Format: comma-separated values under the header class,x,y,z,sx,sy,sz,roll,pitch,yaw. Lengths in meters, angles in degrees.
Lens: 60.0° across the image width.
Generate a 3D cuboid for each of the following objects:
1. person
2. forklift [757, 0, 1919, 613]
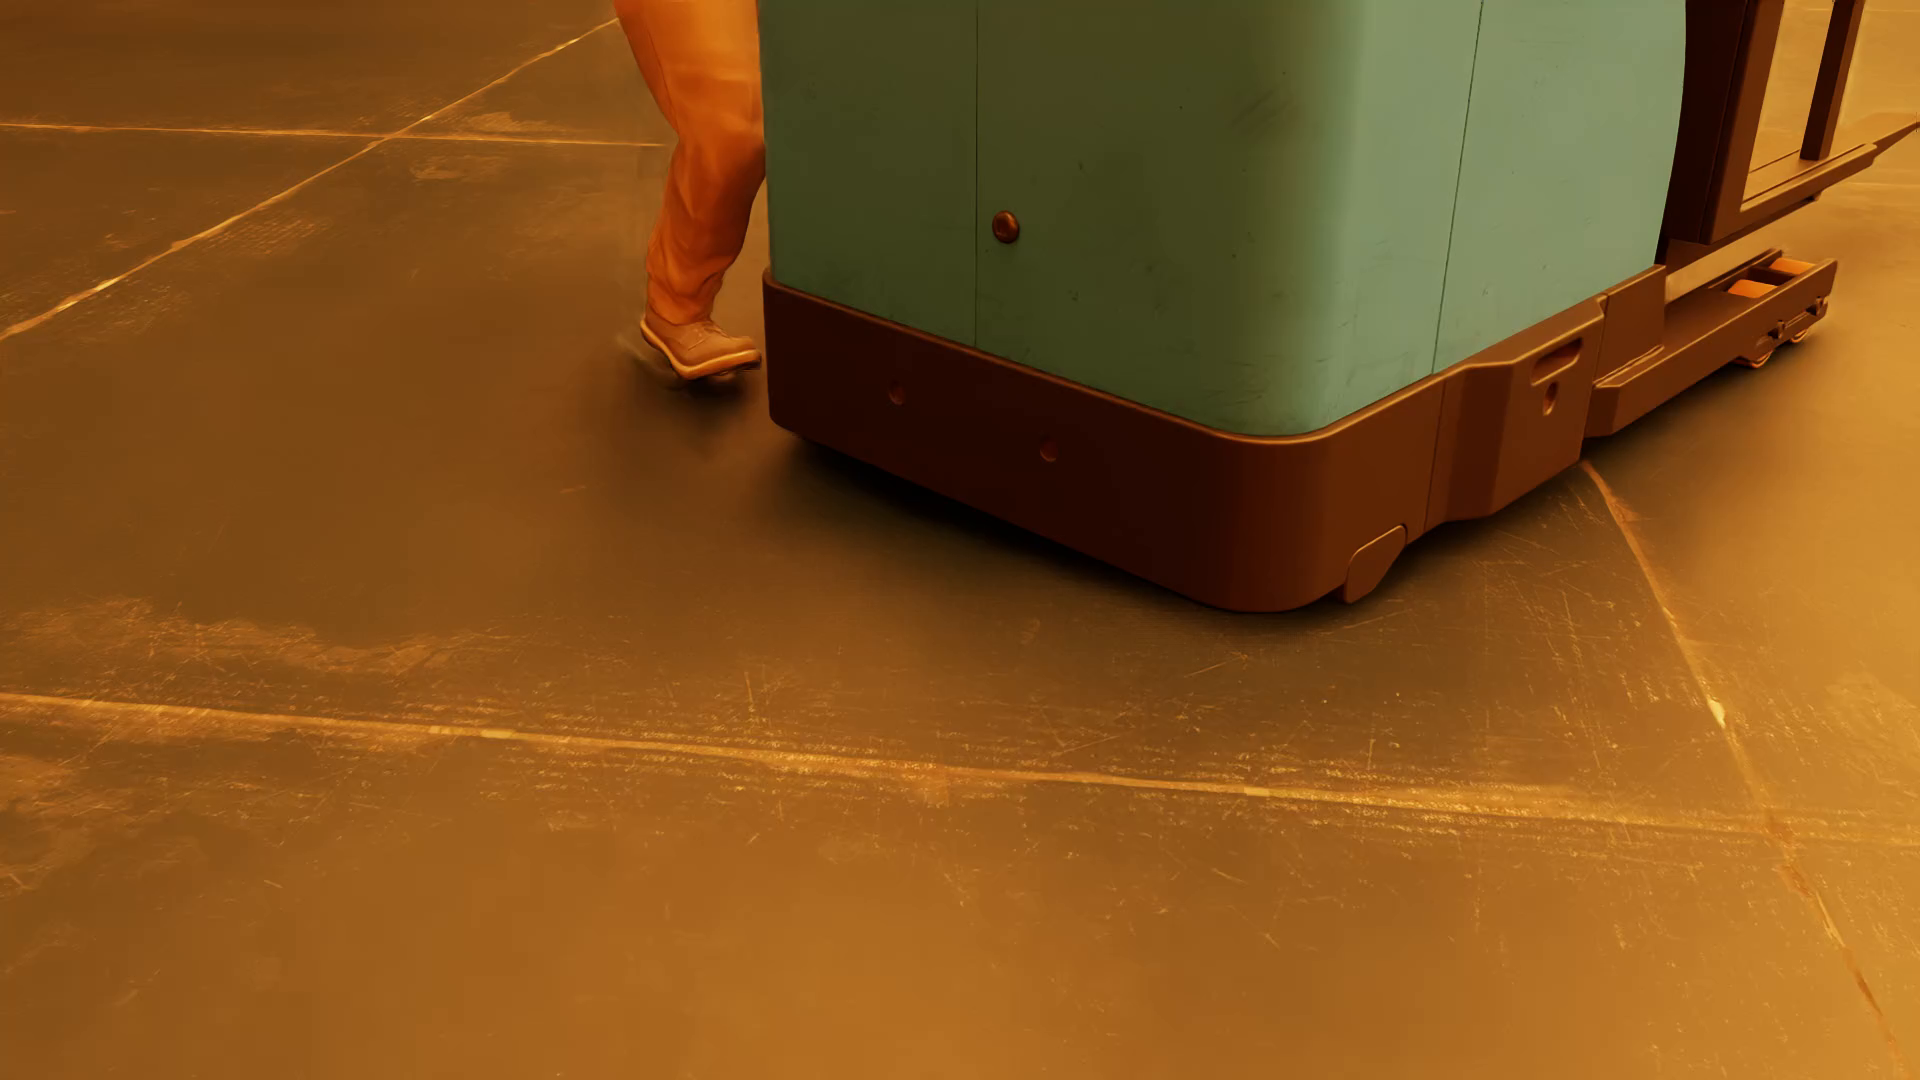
class,x,y,z,sx,sy,sz,roll,pitch,yaw
person,-0.337,-1.064,2.778,0.573,1.680,0.901,20,33,34
forklift,1.074,-1.779,2.783,1.130,2.935,3.031,24,35,39
